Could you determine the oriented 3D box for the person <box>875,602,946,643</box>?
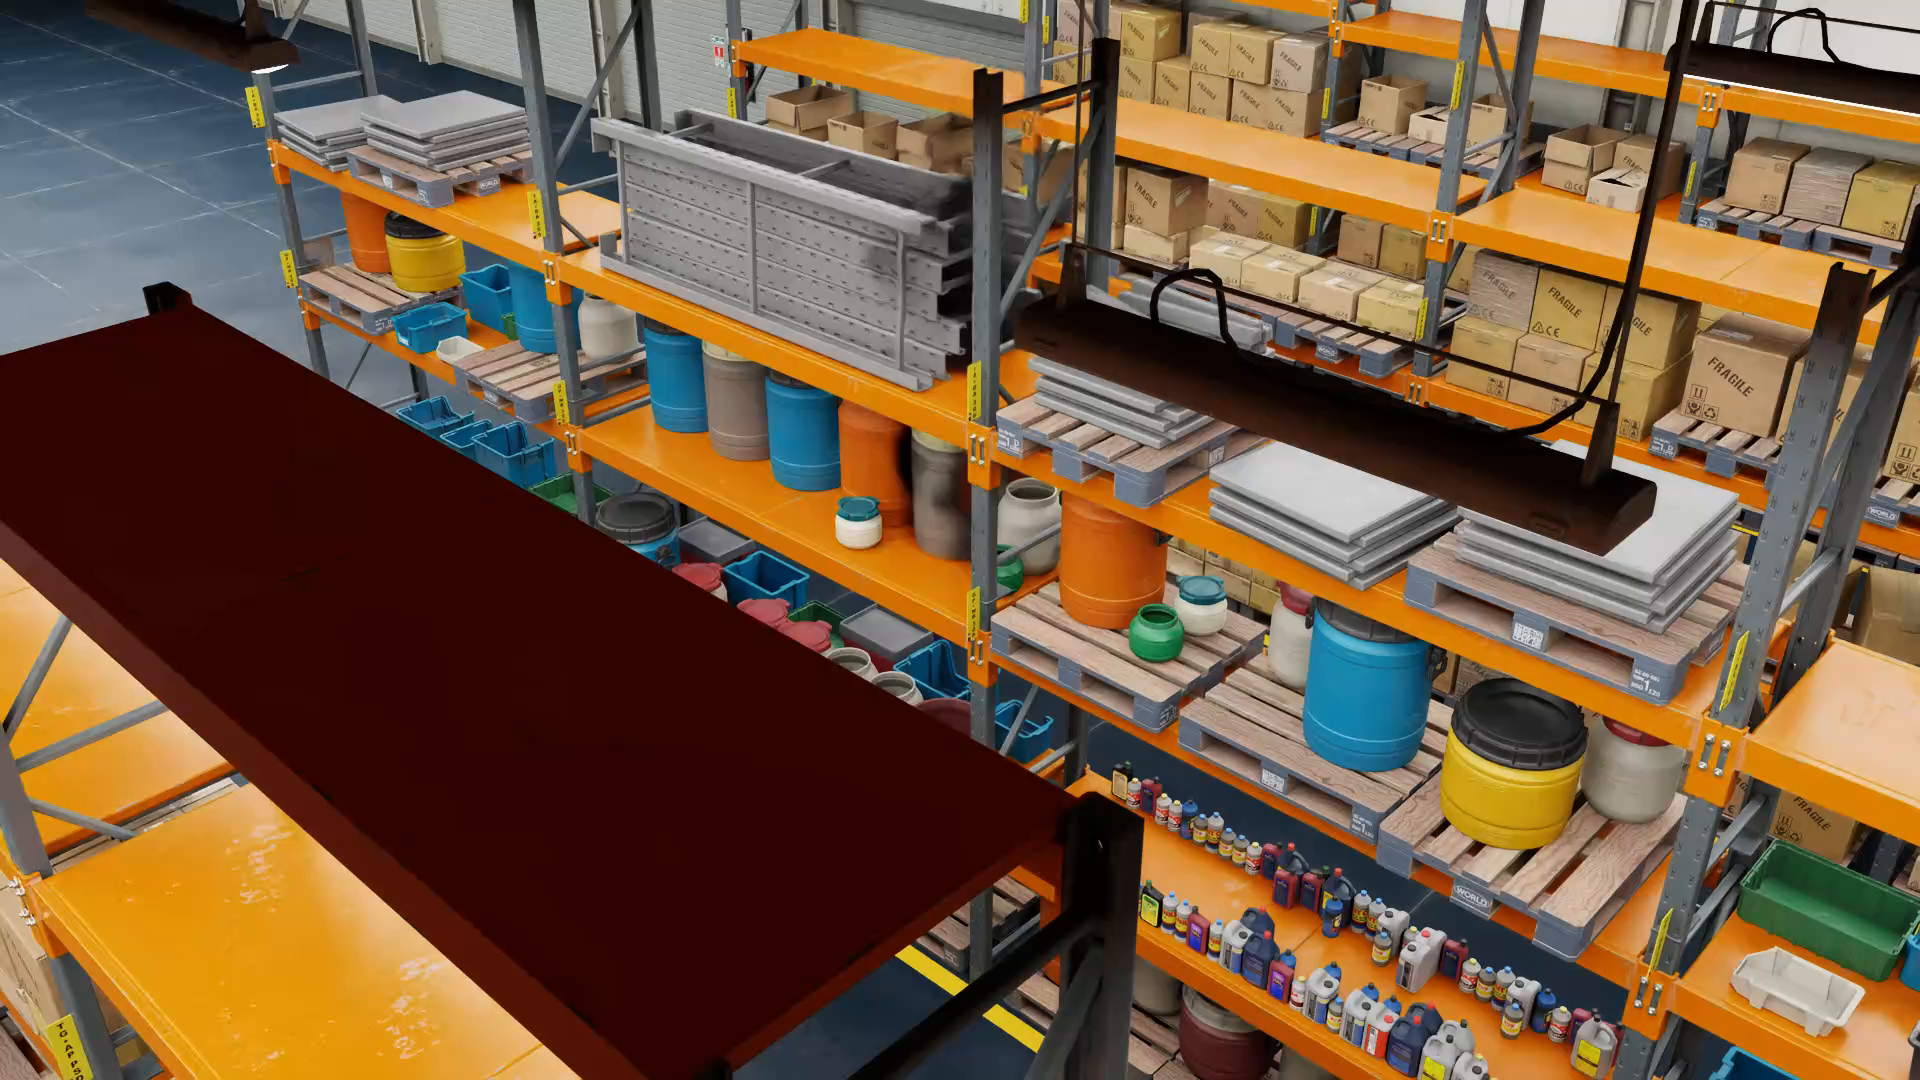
[{"bbox_3d":[-0.462,0.222,13.593,0.804,1.672,0.598,19,35,30],"label":"person"}]
